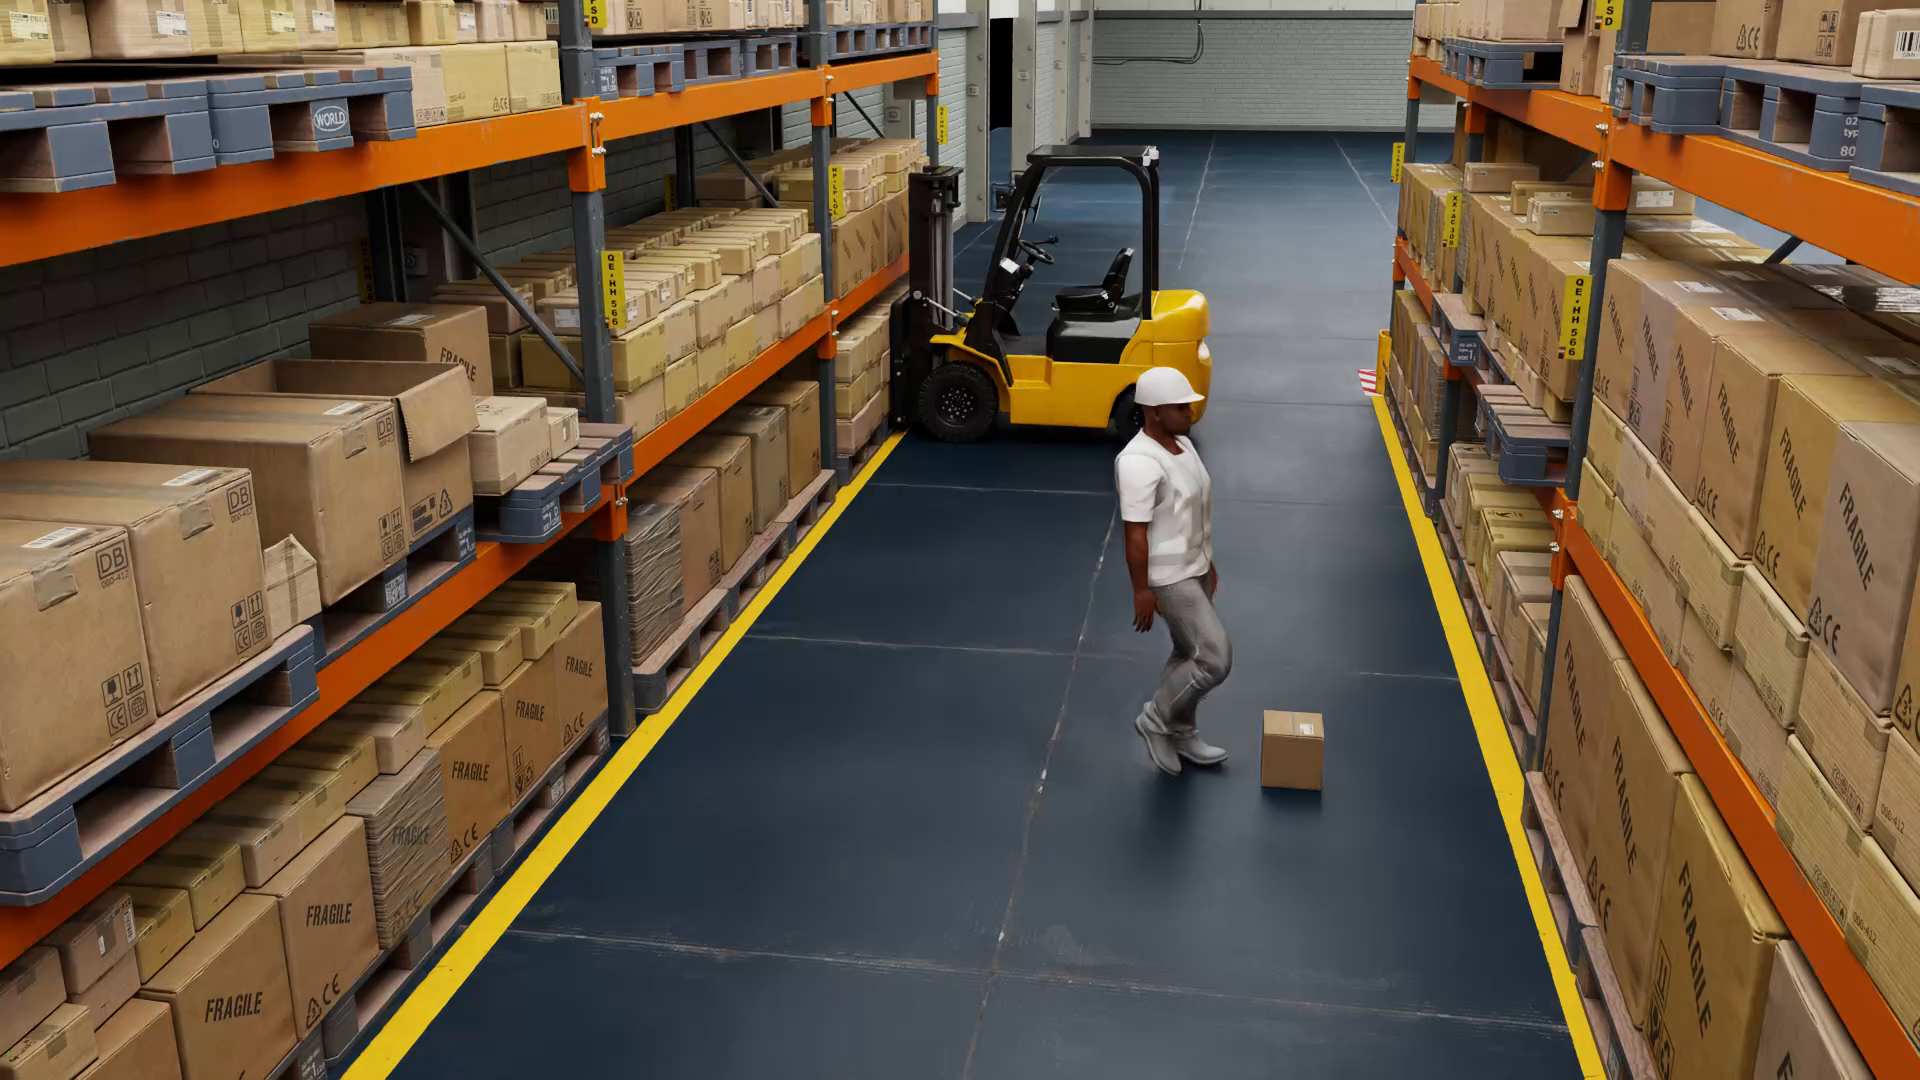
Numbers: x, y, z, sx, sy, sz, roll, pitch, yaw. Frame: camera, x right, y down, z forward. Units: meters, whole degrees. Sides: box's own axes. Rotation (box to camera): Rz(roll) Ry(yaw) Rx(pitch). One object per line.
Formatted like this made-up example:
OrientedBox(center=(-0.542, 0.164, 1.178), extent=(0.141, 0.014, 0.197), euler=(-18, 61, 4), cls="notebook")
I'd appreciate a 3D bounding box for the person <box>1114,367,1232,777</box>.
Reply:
OrientedBox(center=(0.943, 0.145, 7.014), extent=(0.516, 1.763, 0.607), euler=(8, 20, 24), cls="person")
